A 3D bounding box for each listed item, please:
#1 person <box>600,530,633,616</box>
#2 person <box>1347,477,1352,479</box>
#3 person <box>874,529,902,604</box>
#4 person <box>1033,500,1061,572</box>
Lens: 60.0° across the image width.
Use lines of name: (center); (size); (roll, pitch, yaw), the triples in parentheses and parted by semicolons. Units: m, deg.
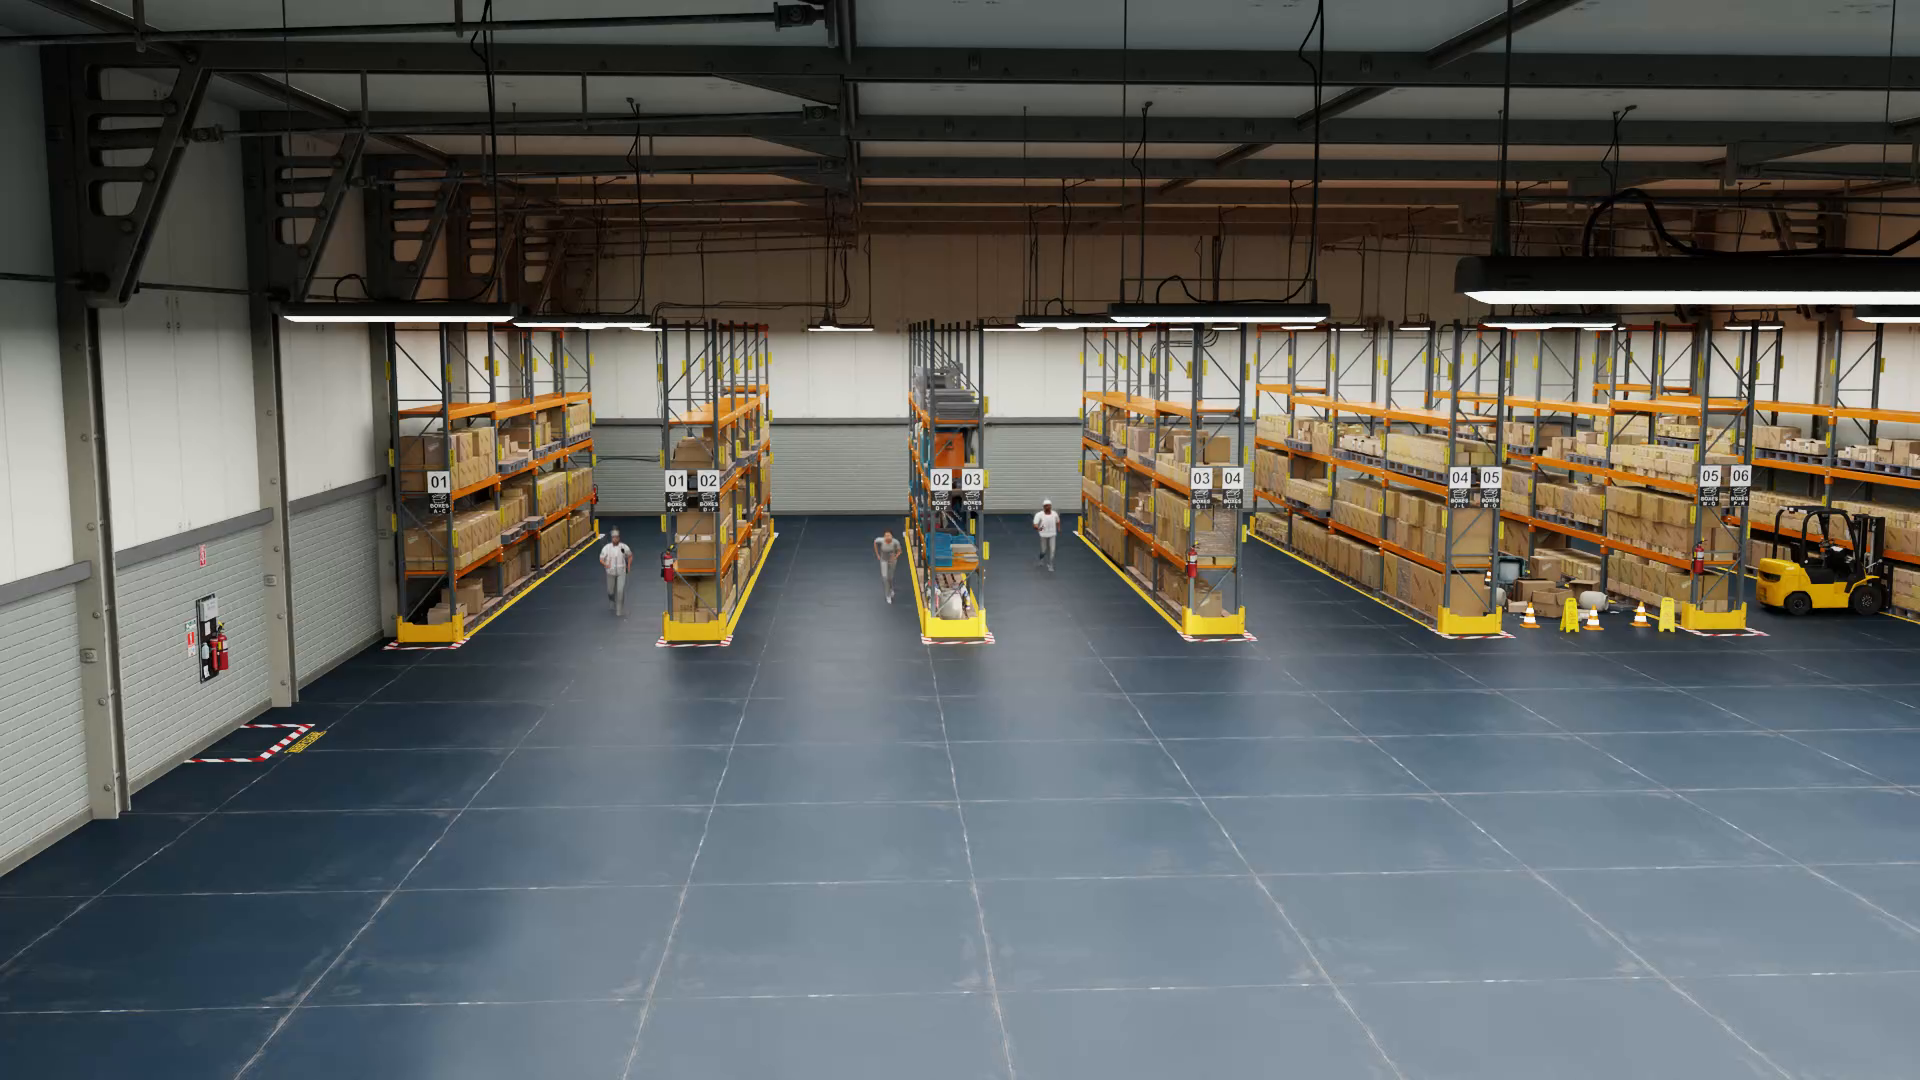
person: (-7.029, 0.653, 34.069); (0.674, 1.740, 0.782); (-1, 7, -11)
person: (10.899, -0.864, 46.344); (0.664, 1.759, 0.889); (-2, 7, -13)
person: (-1.539, 0.528, 35.877); (0.604, 1.625, 0.987); (0, 7, 3)
person: (2.128, -0.132, 40.316); (0.714, 1.685, 0.764); (-1, 7, -10)
